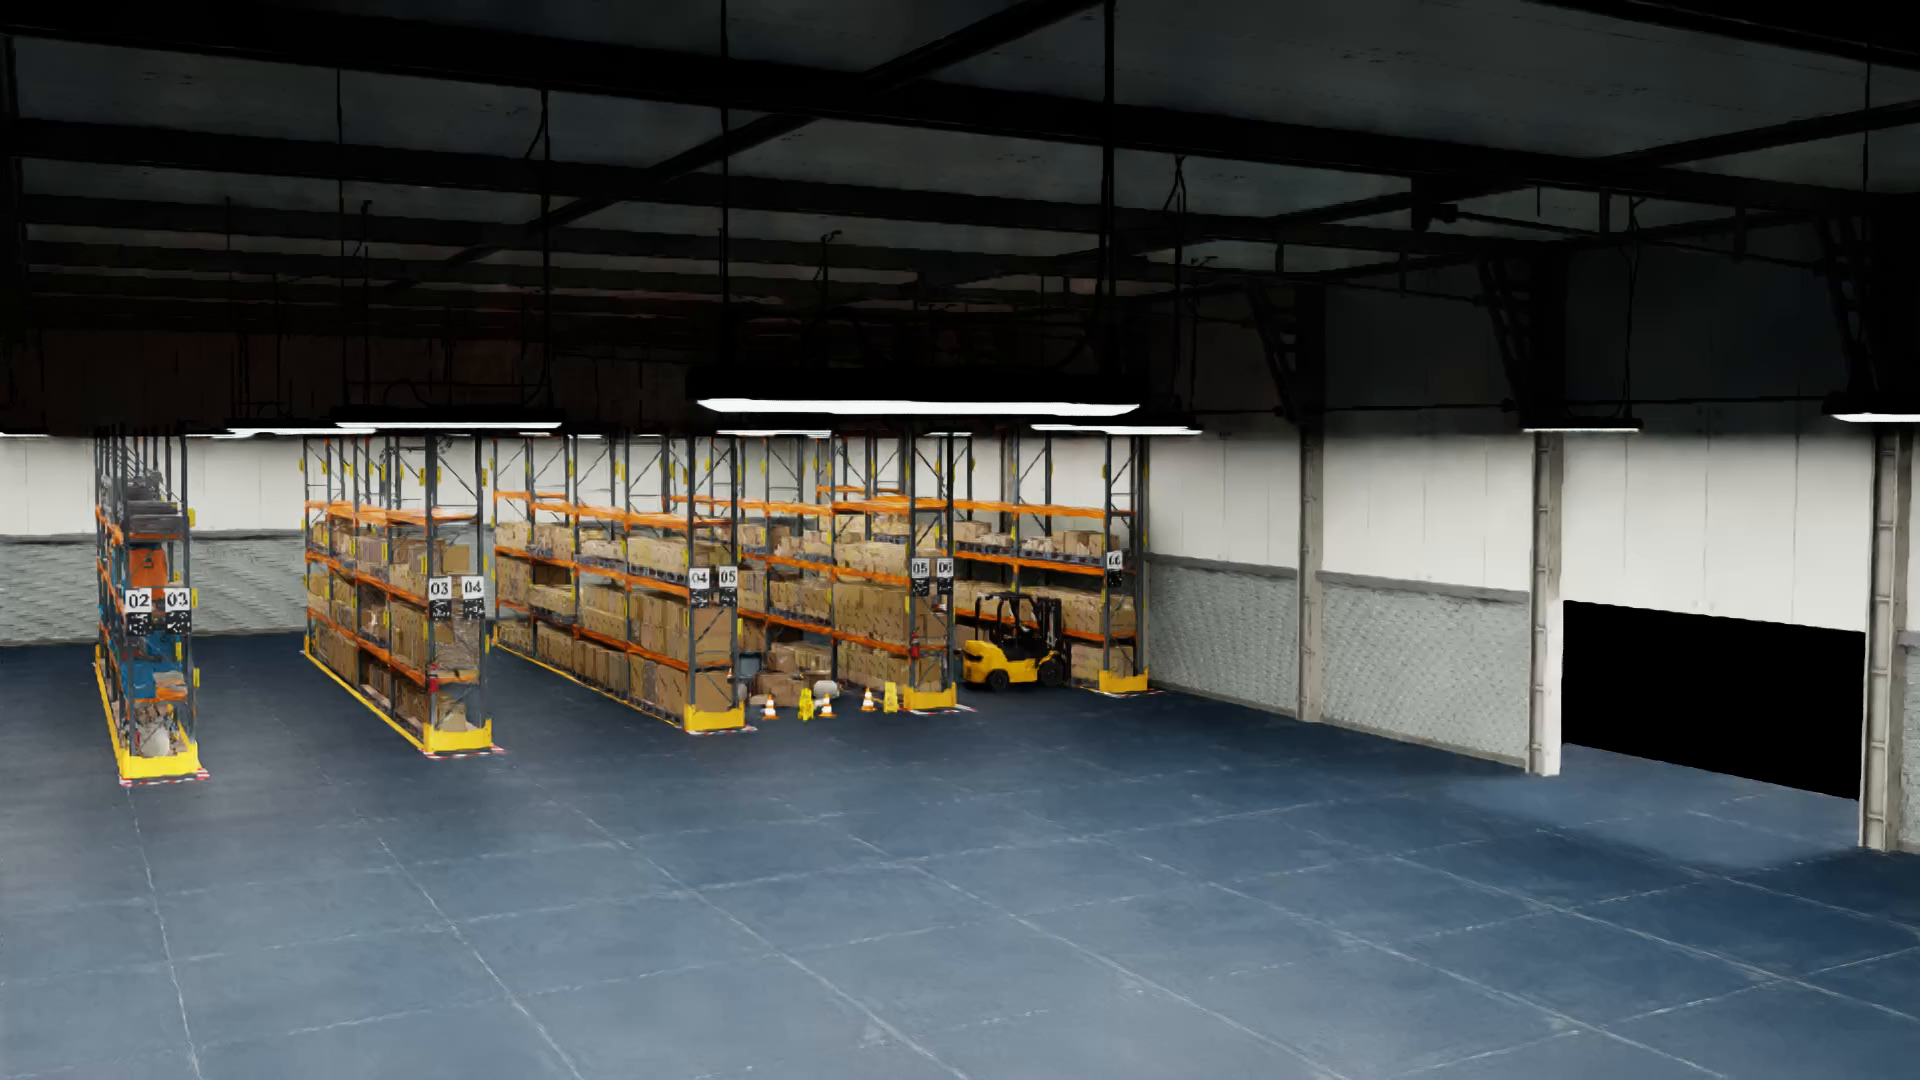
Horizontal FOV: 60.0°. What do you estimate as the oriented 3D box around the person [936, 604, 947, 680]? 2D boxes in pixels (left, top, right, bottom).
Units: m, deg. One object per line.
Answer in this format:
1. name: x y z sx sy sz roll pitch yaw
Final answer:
1. person: -0.468 2.418 39.609 0.484 1.784 0.608 0 3 -5
